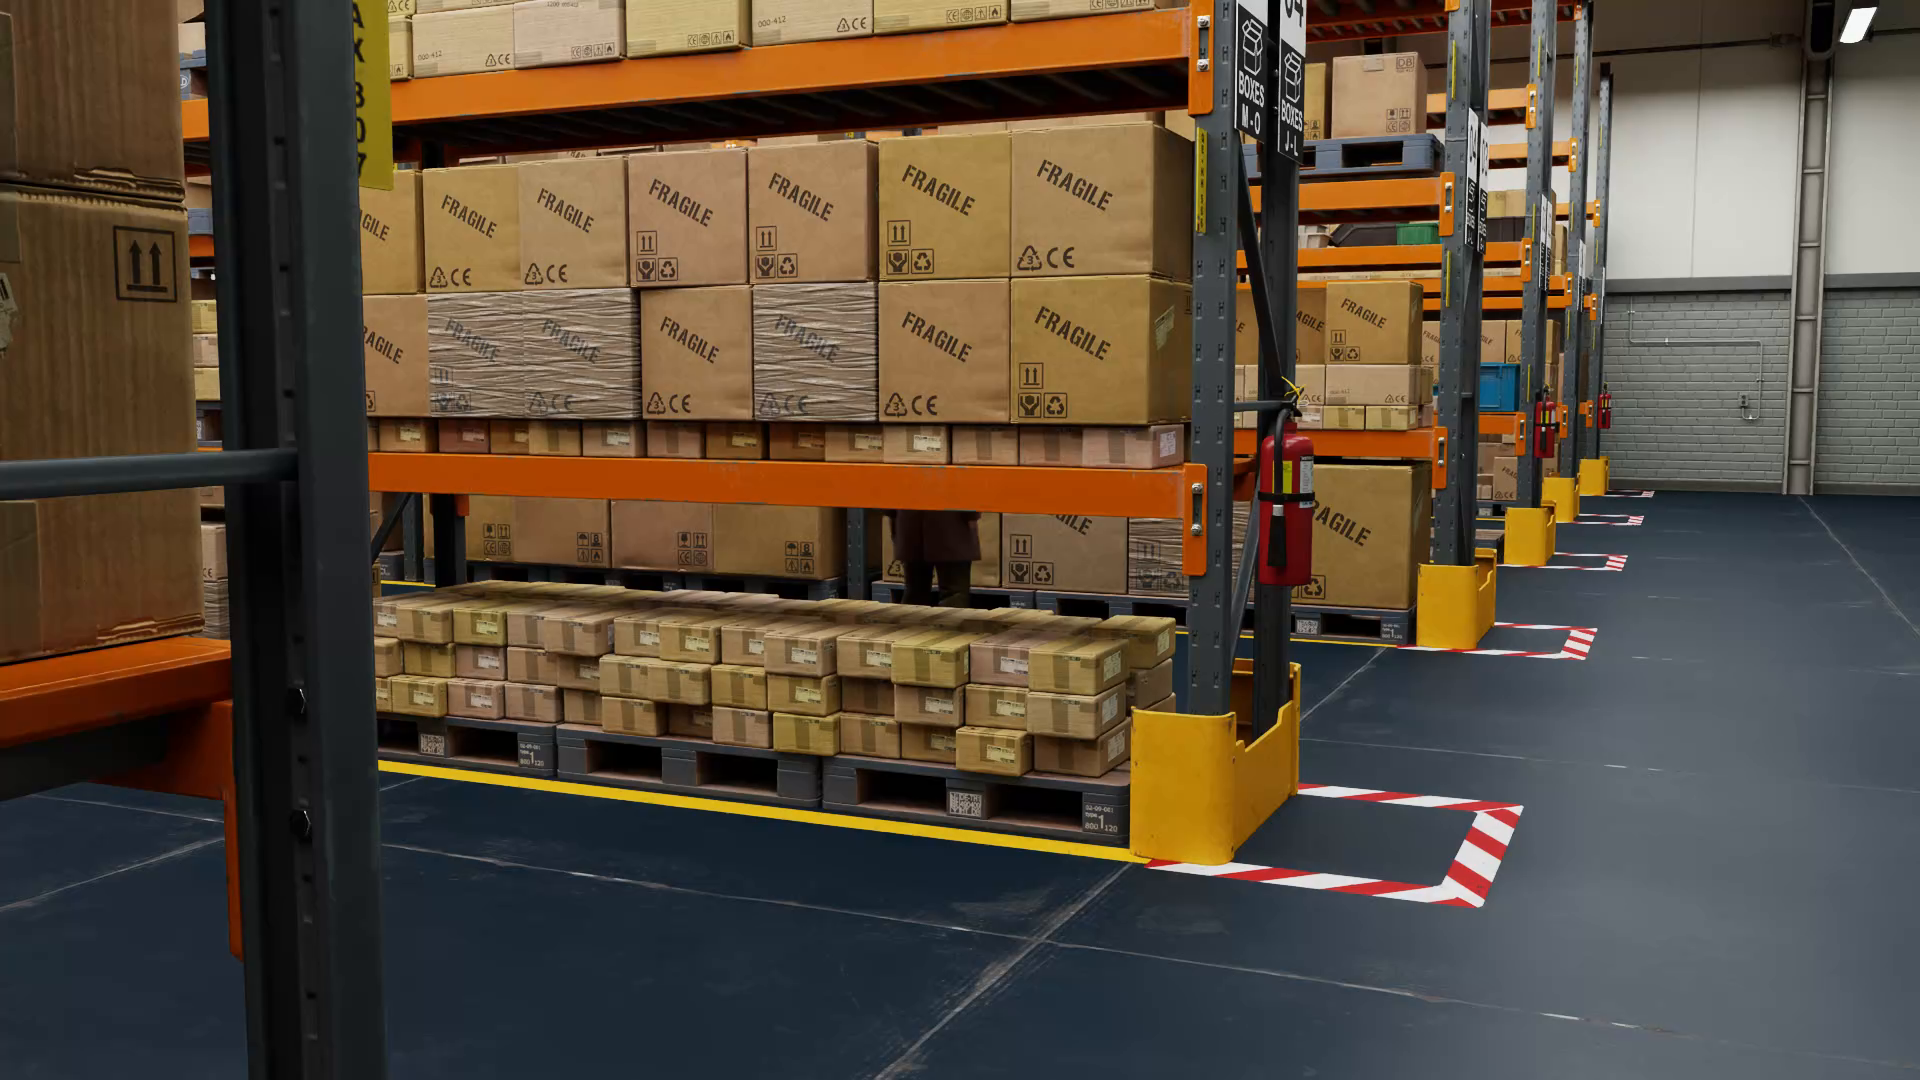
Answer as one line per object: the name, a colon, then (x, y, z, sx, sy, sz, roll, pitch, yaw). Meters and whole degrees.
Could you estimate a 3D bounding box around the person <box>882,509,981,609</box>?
person: (-0.143, -0.103, 8.659, 0.568, 1.795, 0.440, 3, 6, 25)
